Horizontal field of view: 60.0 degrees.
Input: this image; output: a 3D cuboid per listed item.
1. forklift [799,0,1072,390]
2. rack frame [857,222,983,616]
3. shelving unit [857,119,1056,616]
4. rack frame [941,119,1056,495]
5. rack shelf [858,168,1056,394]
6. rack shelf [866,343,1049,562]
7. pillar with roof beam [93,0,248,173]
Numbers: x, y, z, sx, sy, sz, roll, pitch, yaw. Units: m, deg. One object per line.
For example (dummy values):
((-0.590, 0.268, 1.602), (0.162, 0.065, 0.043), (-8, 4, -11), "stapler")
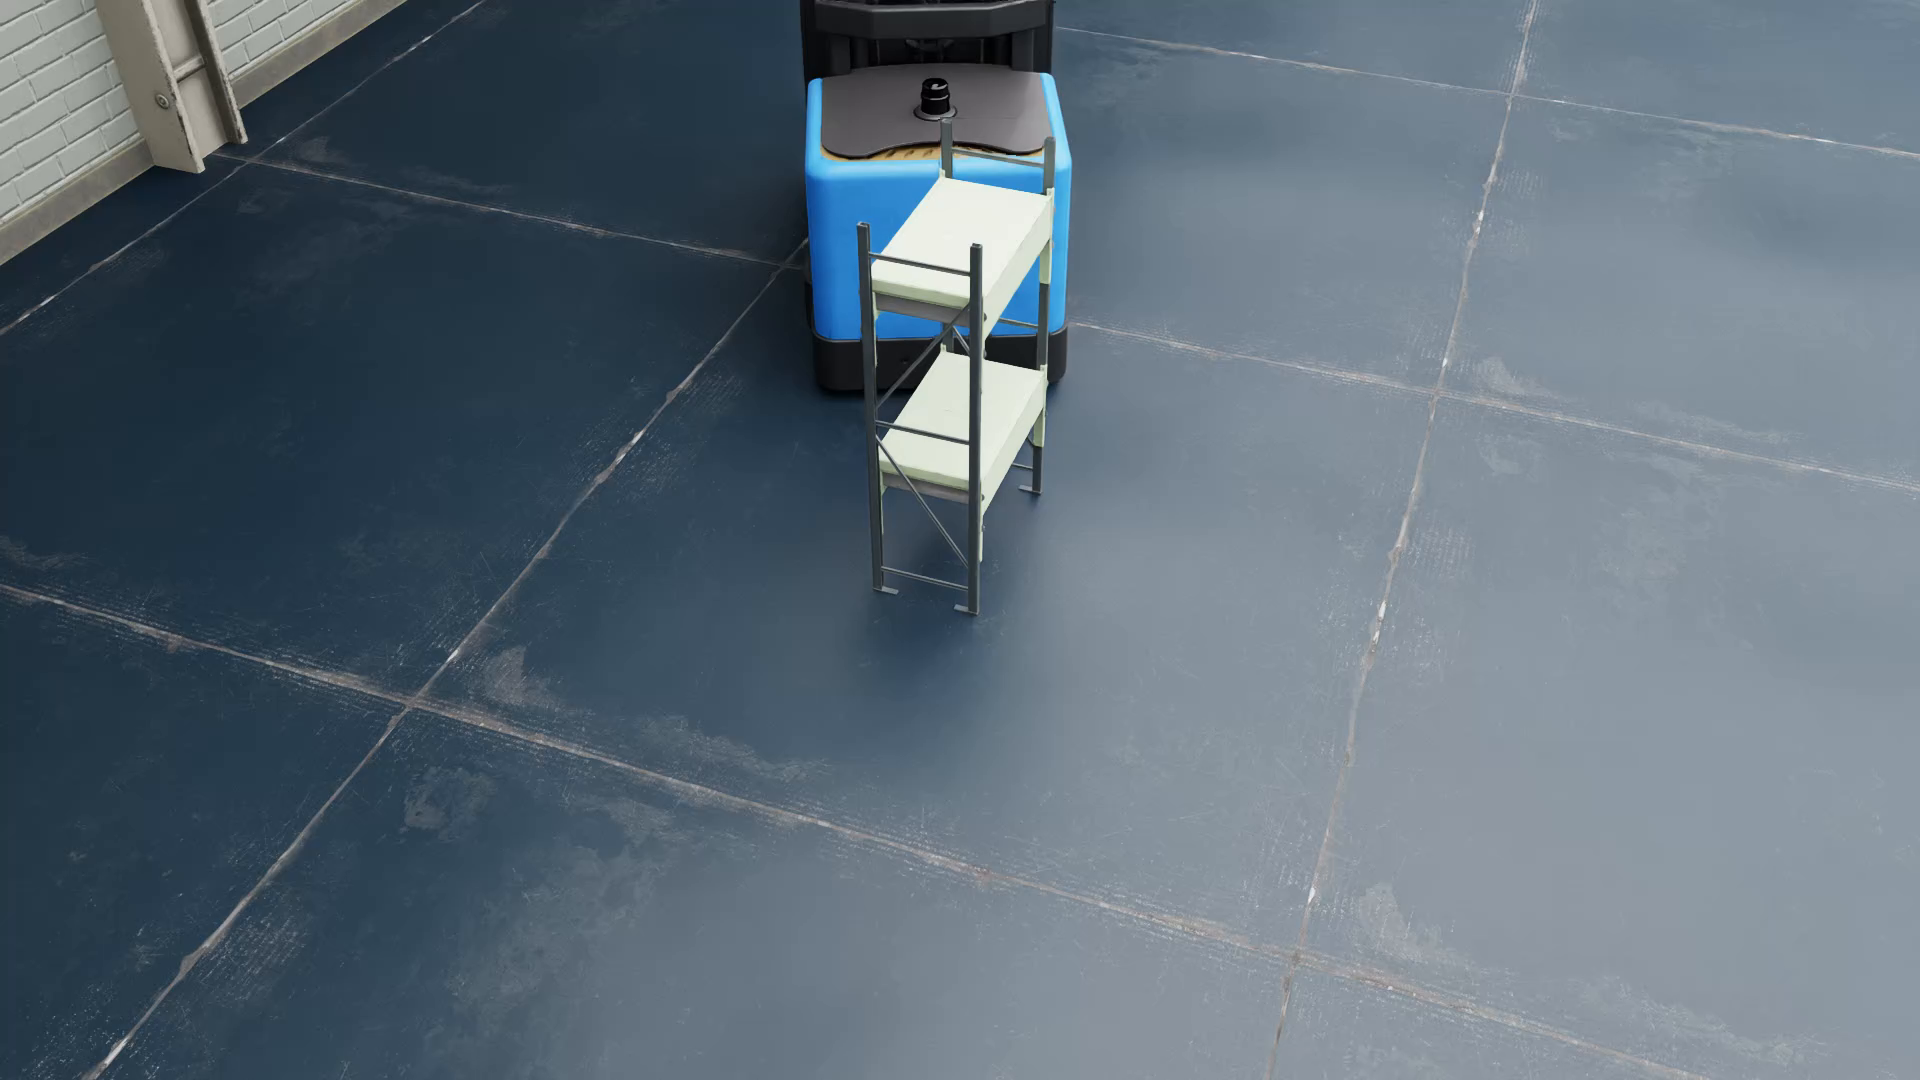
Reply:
((-0.156, -2.673, 7.125), (1.130, 2.935, 3.031), (-2, 41, -2), "forklift")
((-0.123, -0.351, 5.506), (0.400, 1.500, 0.023), (13, 42, 15), "rack frame")
((0.002, -0.575, 5.768), (0.431, 1.500, 0.755), (13, 42, 15), "shelving unit")
((0.127, -0.798, 6.030), (0.400, 1.500, 0.023), (13, 42, 15), "rack frame")
((0.002, -0.872, 5.515), (0.431, 0.370, 0.720), (13, 42, 15), "rack shelf")
((0.002, -0.327, 5.980), (0.431, 0.370, 0.720), (13, 42, 15), "rack shelf")
((0.109, -4.480, 4.567), (9.100, 9.000, 0.400), (13, 42, 15), "pillar with roof beam")
